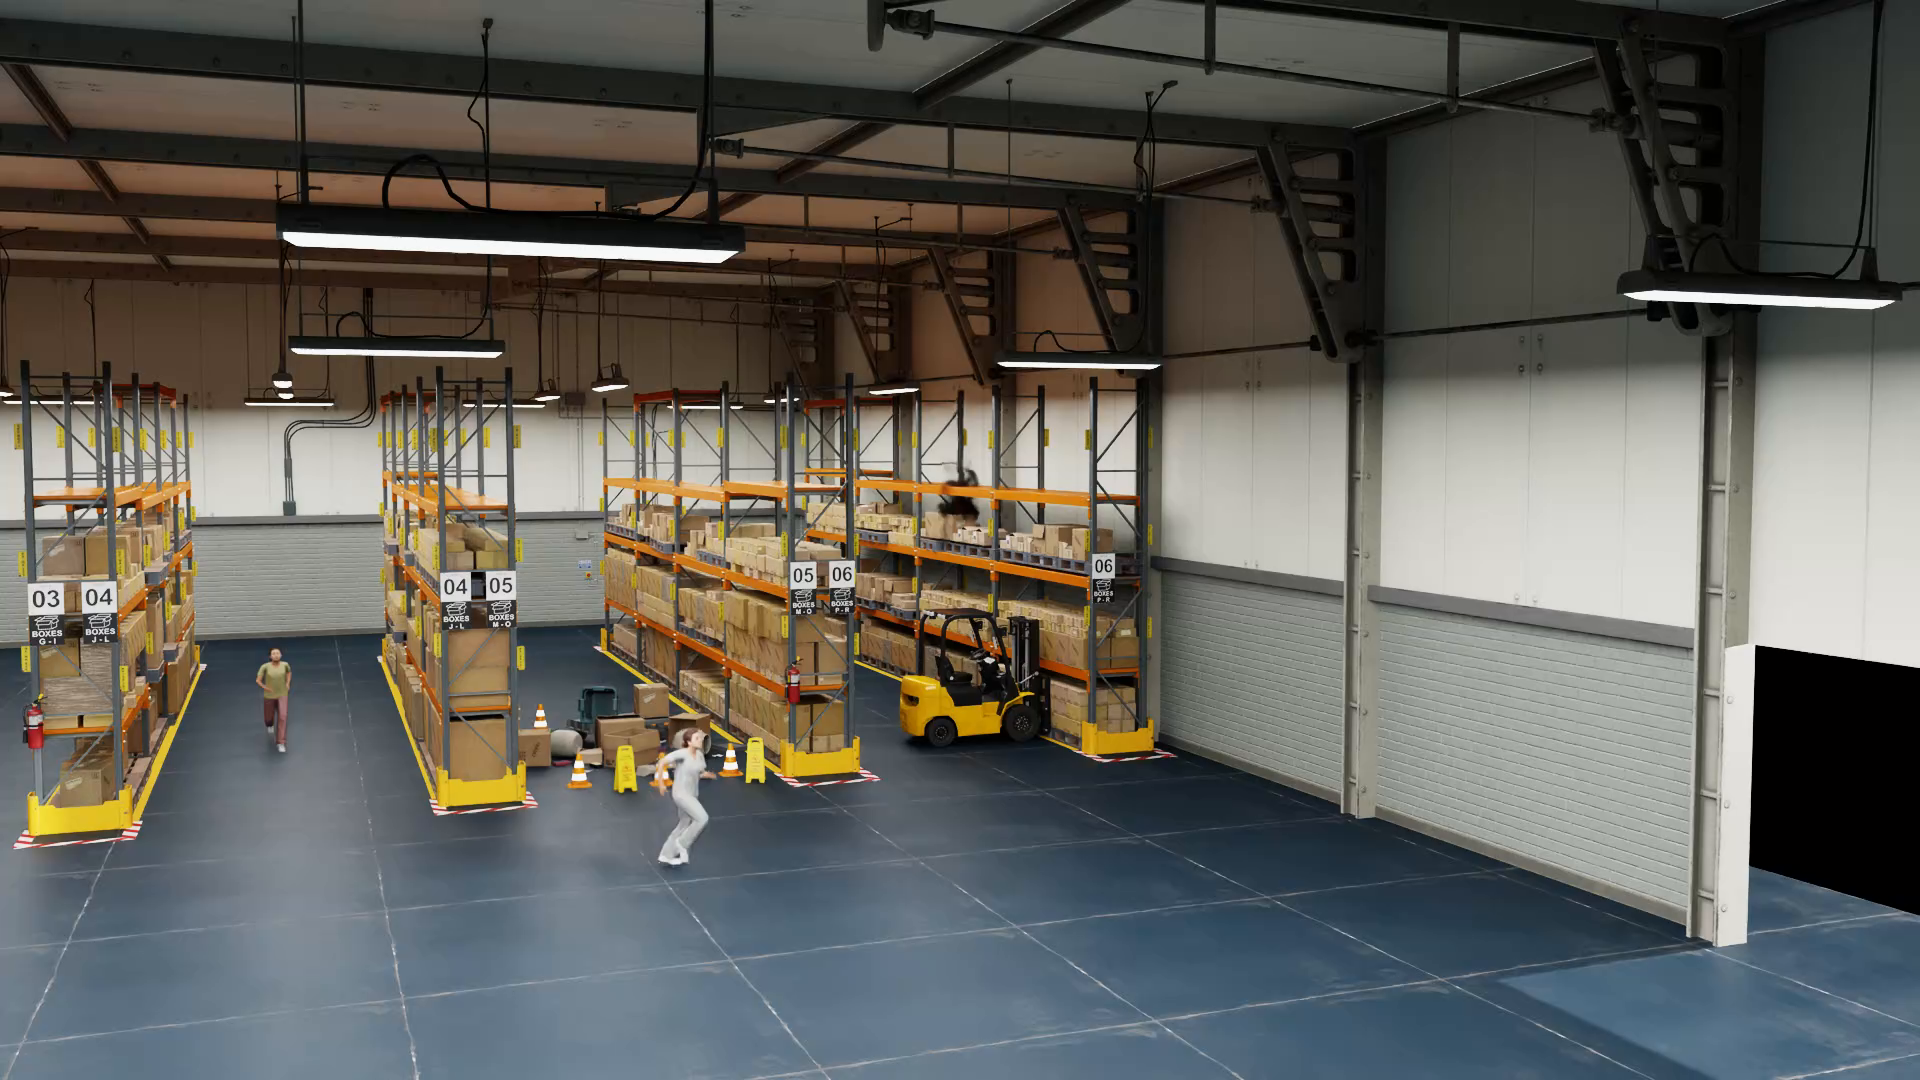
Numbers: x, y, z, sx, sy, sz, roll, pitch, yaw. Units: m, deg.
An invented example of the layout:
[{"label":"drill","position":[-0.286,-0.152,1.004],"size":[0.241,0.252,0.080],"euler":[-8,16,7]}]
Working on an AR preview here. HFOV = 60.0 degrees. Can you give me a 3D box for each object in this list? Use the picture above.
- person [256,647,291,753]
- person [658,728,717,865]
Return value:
[{"label":"person","position":[-11.140,2.565,27.019],"size":[0.548,1.664,1.108],"euler":[-2,4,-26]},{"label":"person","position":[-3.184,3.003,19.403],"size":[0.742,1.616,0.598],"euler":[2,4,25]}]
